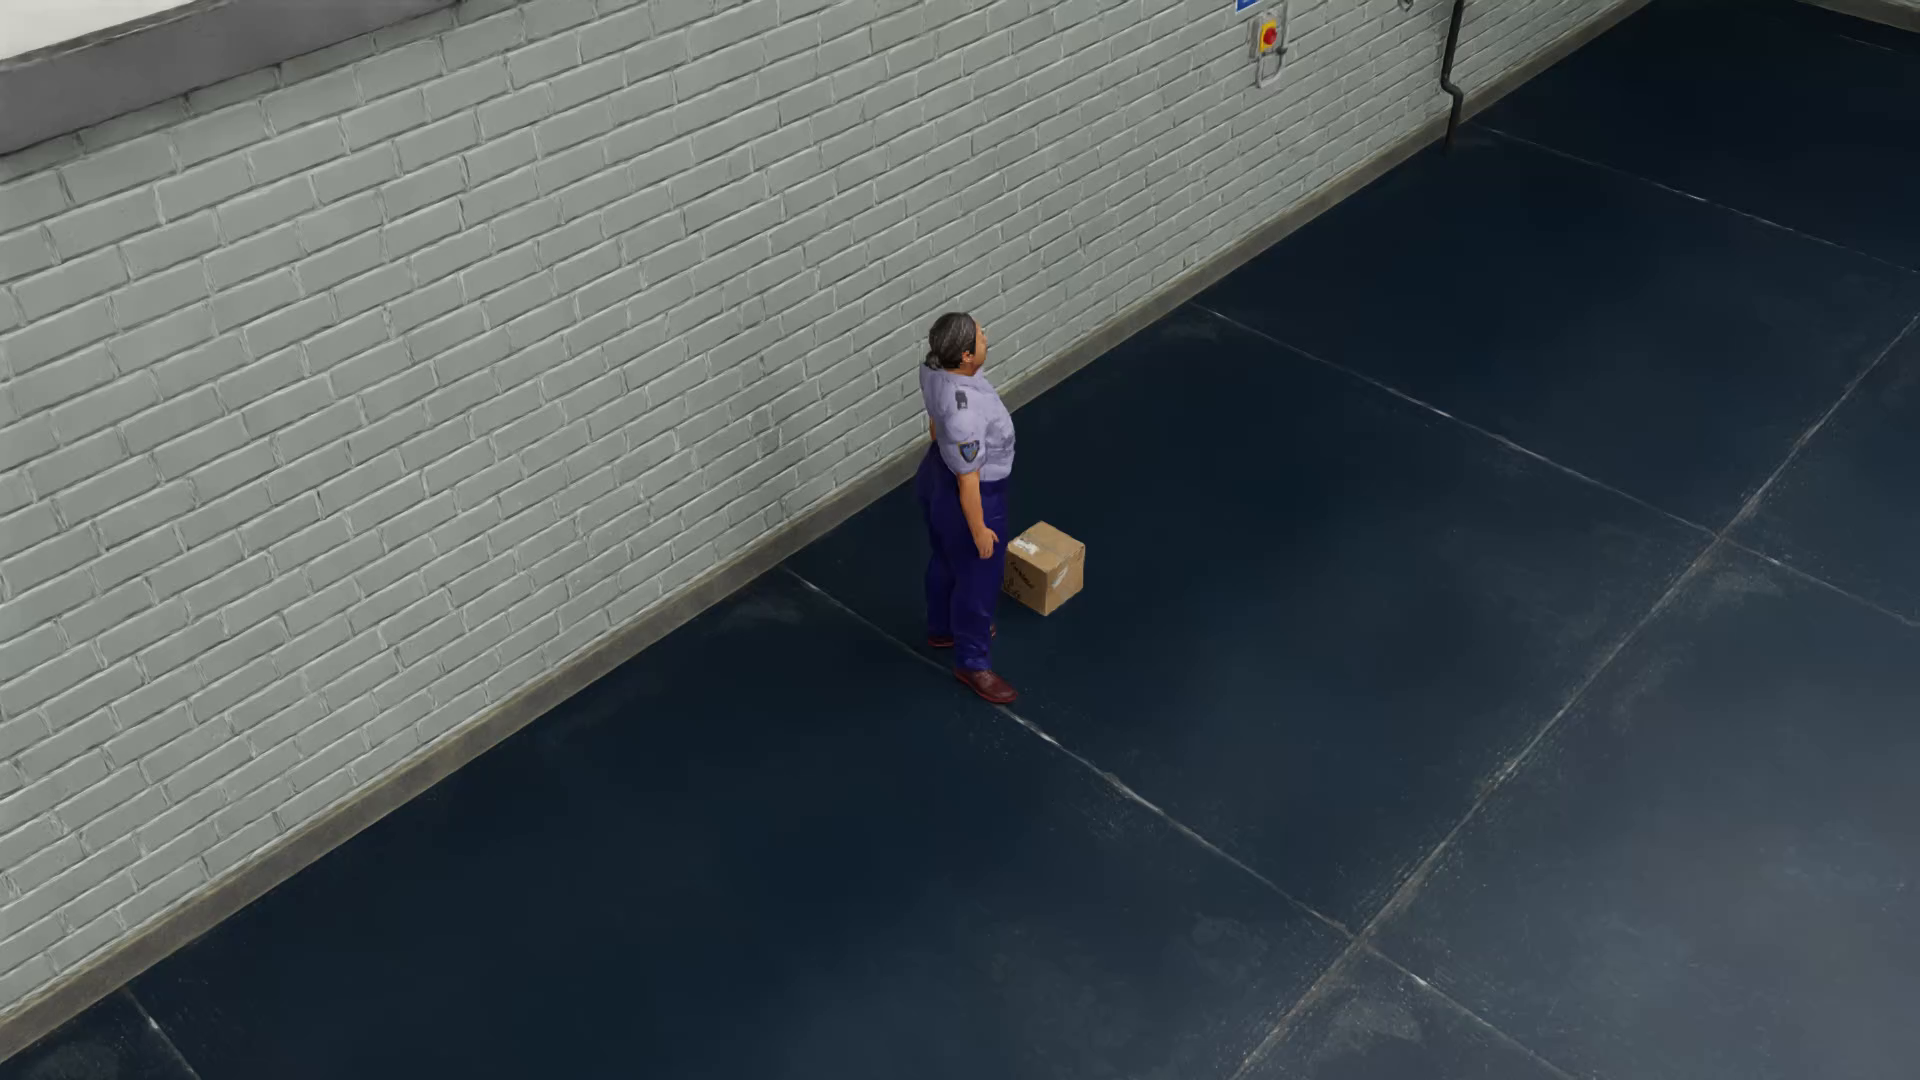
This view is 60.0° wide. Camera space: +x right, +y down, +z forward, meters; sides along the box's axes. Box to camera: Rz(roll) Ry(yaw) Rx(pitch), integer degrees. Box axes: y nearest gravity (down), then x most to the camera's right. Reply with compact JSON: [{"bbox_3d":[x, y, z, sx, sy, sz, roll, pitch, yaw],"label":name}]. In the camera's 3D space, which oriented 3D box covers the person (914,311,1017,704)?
[{"bbox_3d":[0.031,-0.143,6.332,0.341,1.656,0.599,-12,41,-15],"label":"person"}]
